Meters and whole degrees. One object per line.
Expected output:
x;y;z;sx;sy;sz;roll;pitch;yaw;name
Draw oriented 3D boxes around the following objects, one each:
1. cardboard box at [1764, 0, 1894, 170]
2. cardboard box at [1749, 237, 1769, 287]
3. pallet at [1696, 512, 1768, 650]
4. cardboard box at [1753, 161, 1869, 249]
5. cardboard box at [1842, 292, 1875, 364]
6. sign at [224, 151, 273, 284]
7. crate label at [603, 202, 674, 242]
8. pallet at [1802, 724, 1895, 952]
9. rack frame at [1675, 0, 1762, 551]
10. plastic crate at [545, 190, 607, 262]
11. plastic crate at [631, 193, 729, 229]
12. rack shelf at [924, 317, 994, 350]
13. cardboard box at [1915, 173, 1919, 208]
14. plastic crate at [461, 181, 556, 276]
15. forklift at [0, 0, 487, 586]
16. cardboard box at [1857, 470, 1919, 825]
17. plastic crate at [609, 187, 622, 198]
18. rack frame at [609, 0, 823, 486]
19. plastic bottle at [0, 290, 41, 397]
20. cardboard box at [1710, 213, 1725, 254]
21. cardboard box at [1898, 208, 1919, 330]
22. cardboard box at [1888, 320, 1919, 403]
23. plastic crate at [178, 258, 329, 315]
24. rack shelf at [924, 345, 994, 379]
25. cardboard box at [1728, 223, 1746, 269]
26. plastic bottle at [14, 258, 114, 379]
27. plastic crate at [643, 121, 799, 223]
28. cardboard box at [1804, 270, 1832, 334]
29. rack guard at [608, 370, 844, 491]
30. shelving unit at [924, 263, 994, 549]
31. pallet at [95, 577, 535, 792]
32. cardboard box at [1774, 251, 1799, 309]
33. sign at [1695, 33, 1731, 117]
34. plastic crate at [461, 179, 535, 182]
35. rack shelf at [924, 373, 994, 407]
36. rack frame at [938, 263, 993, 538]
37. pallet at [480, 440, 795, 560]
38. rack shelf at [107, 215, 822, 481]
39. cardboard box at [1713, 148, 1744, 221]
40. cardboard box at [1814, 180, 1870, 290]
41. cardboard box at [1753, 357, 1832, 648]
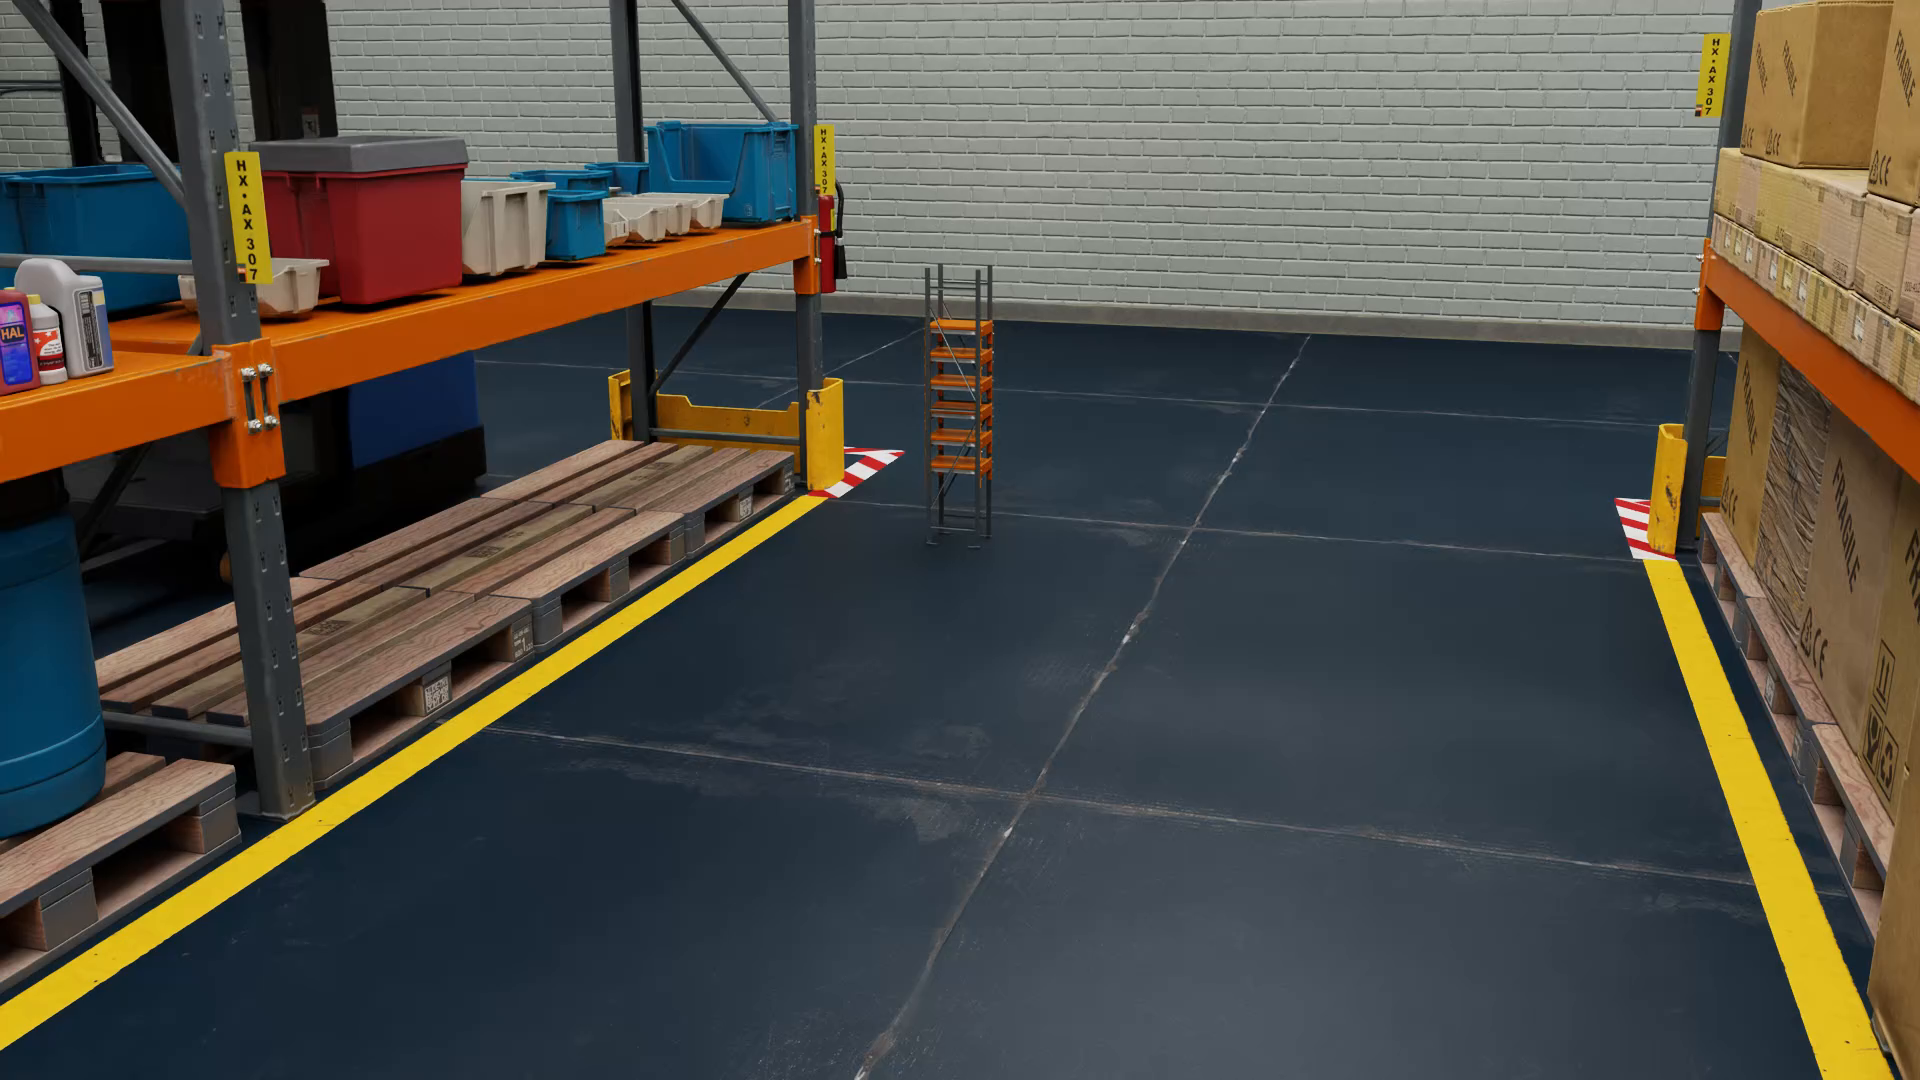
2.896;-1.440;5.264;0.500;0.500;0.500;4;16;14;cardboard box
2.867;-0.923;5.545;0.380;0.149;0.250;4;16;15;cardboard box
3.422;0.177;6.318;1.003;0.211;1.213;5;16;16;pallet
2.892;-1.078;5.364;0.500;0.250;0.500;4;16;14;cardboard box
2.430;-0.519;4.123;0.380;0.149;0.250;5;17;17;cardboard box
-1.784;-0.807;4.171;0.100;0.325;0.005;5;16;16;sign
-1.384;-1.289;6.750;0.396;0.136;0.243;5;16;16;crate label
2.729;0.816;4.067;1.003;0.211;1.213;5;16;16;pallet
3.575;-1.380;6.696;1.000;3.000;0.127;5;16;16;rack frame
-1.512;-1.155;6.101;0.416;0.233;0.300;5;16;16;plastic crate
-1.232;-1.438;7.277;0.396;0.136;0.243;5;16;16;plastic crate
-0.004;-0.877;7.066;0.258;0.103;0.180;5;16;16;rack shelf
2.312;-0.906;3.382;0.500;0.500;0.500;5;17;17;cardboard box
-1.700;-1.074;5.727;0.437;0.282;0.530;5;16;16;plastic crate
-3.270;-1.339;6.678;1.130;2.935;3.031;5;17;17;forklift
2.702;0.321;3.826;0.875;0.875;0.875;5;16;16;cardboard box
-1.731;-1.549;7.667;0.250;0.136;0.298;5;16;16;plastic crate
-1.174;-1.764;8.051;1.000;3.000;0.127;5;16;16;rack frame
-2.135;-0.469;3.699;0.061;0.283;0.133;5;16;16;plastic bottle
3.157;-1.192;6.494;0.380;0.149;0.250;5;17;17;cardboard box
2.312;-0.540;3.466;0.500;0.250;0.500;4;16;15;cardboard box
2.283;-0.385;3.650;0.380;0.149;0.250;5;17;17;cardboard box
-2.042;-0.730;4.779;0.396;0.136;0.243;5;16;16;plastic crate
-0.004;-0.762;7.099;0.258;0.103;0.180;5;16;16;rack shelf
3.013;-1.057;6.020;0.380;0.149;0.250;4;16;15;cardboard box
-2.113;-0.529;3.926;0.152;0.276;0.135;5;16;16;plastic bottle
-1.090;-1.708;7.678;0.616;0.435;0.499;5;16;16;plastic crate
2.575;-0.654;4.597;0.380;0.149;0.250;4;16;15;cardboard box
-1.180;-0.568;8.417;1.175;0.500;0.348;5;16;16;rack guard
-0.004;-0.573;7.152;0.258;1.200;0.189;5;16;16;shelving unit
-2.139;0.429;5.430;1.003;0.211;1.213;5;16;16;pallet
2.721;-0.789;5.074;0.380;0.149;0.250;4;16;14;cardboard box
3.044;-1.879;6.725;0.100;0.325;0.005;5;16;16;sign
-1.934;-1.329;6.713;0.416;0.233;0.300;5;16;16;plastic crate
-0.004;-0.646;7.132;0.258;0.103;0.180;5;16;16;rack shelf
0.022;-0.597;7.237;0.240;1.200;0.006;5;16;16;rack frame
-1.446;-0.209;7.681;1.003;0.211;1.213;5;16;16;pallet
-1.743;-0.894;6.304;1.077;0.370;4.000;5;16;16;rack shelf
3.179;-1.346;6.307;0.500;0.250;0.500;4;16;14;cardboard box
2.601;-0.809;4.415;0.500;0.250;0.500;5;17;17;cardboard box
3.211;-0.148;5.478;0.875;0.875;0.875;5;16;16;cardboard box
